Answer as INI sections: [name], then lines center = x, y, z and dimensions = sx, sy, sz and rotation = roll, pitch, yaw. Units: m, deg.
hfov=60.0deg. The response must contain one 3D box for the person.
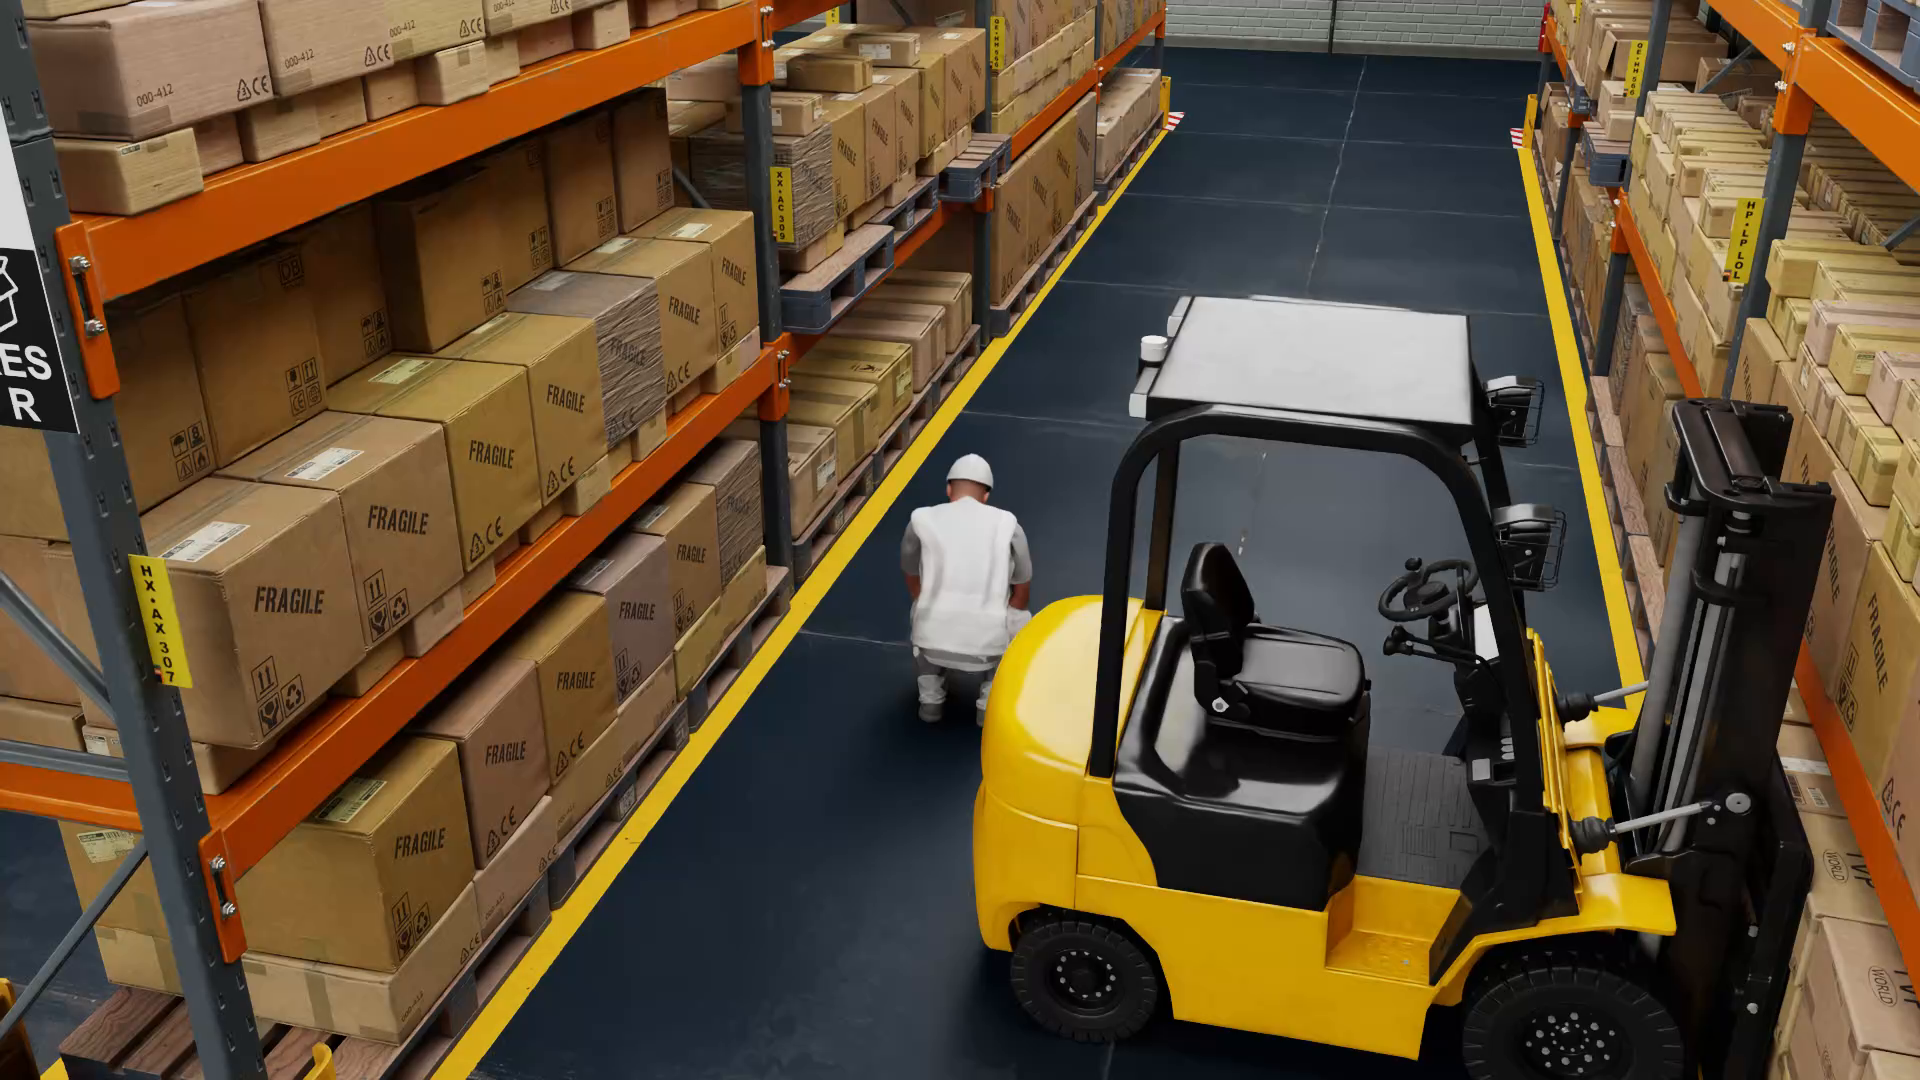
[person]
center = 0.015, 0.221, 7.019
dimensions = 0.576, 1.026, 0.804
rotation = 5, 26, 11
